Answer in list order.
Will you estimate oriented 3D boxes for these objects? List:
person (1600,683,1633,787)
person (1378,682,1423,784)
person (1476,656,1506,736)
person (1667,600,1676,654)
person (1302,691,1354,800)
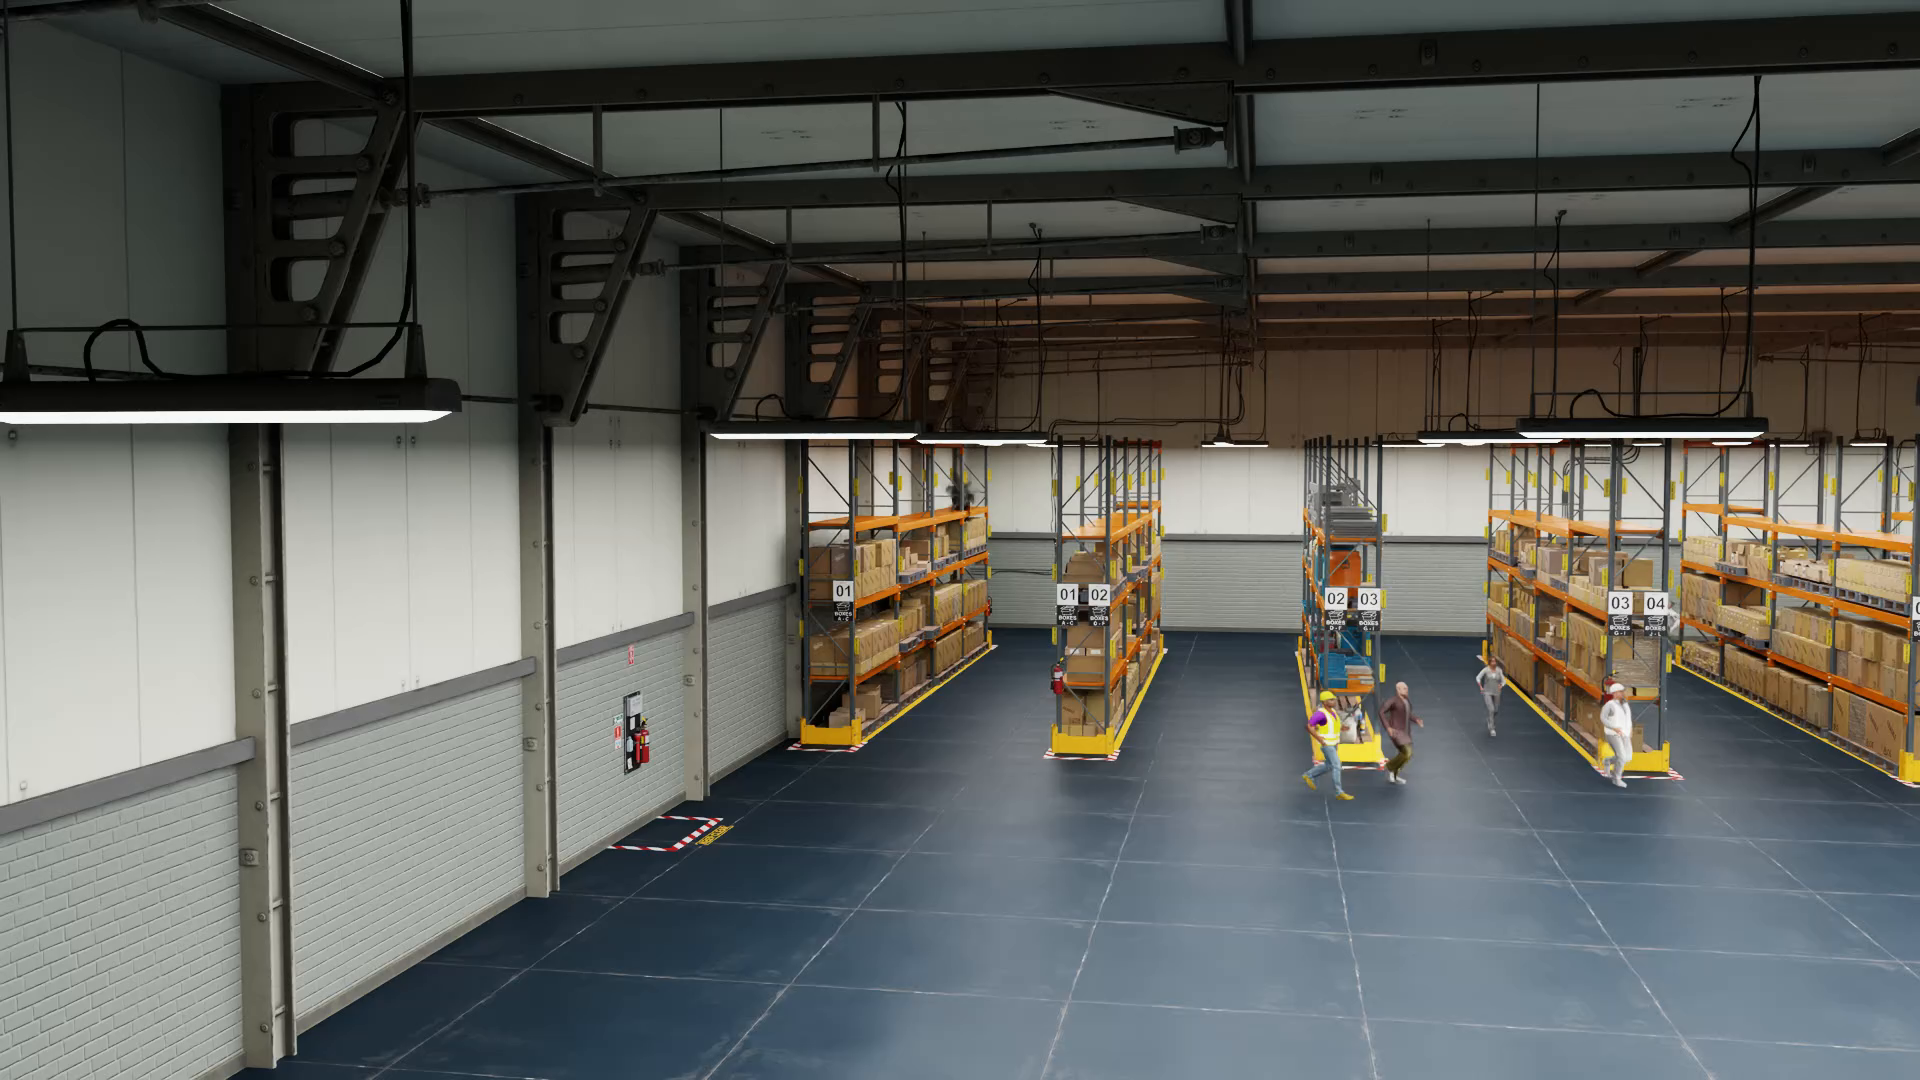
[{"bbox_3d":[11.255,3.327,28.525,0.713,1.751,0.619,-2,4,-30],"label":"person"},{"bbox_3d":[7.589,3.306,28.448,0.613,1.747,0.718,3,4,45],"label":"person"},{"bbox_3d":[10.686,3.116,33.468,0.558,1.586,0.750,0,3,2],"label":"person"},{"bbox_3d":[19.357,2.427,45.914,0.836,1.614,0.767,1,3,18],"label":"person"},{"bbox_3d":[6.041,3.356,27.322,0.954,1.748,0.711,2,4,36],"label":"person"}]
